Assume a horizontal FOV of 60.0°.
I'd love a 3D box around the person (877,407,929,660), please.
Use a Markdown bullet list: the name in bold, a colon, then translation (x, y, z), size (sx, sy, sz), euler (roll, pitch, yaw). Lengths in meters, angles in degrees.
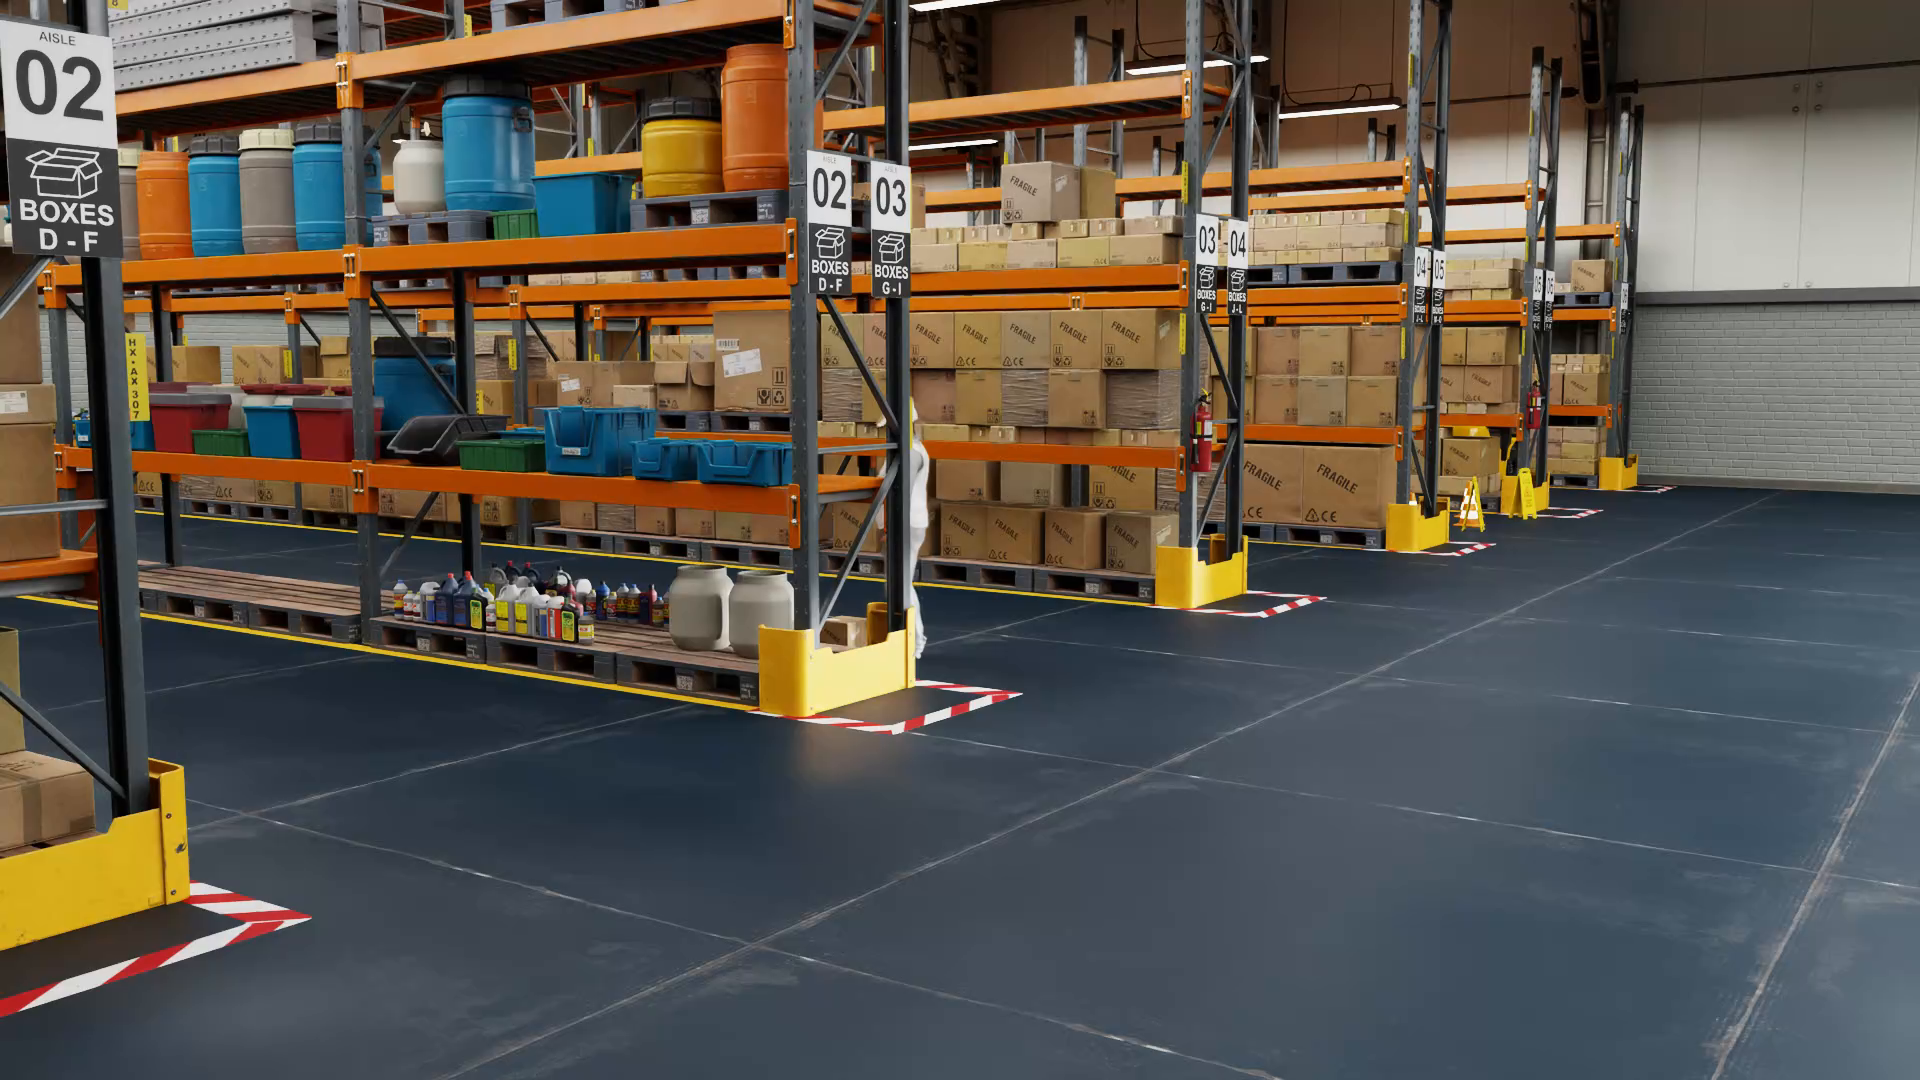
- **person**: translation (-0.392, -0.073, 11.378), size (0.356, 1.764, 0.534), euler (0, 6, 2)
